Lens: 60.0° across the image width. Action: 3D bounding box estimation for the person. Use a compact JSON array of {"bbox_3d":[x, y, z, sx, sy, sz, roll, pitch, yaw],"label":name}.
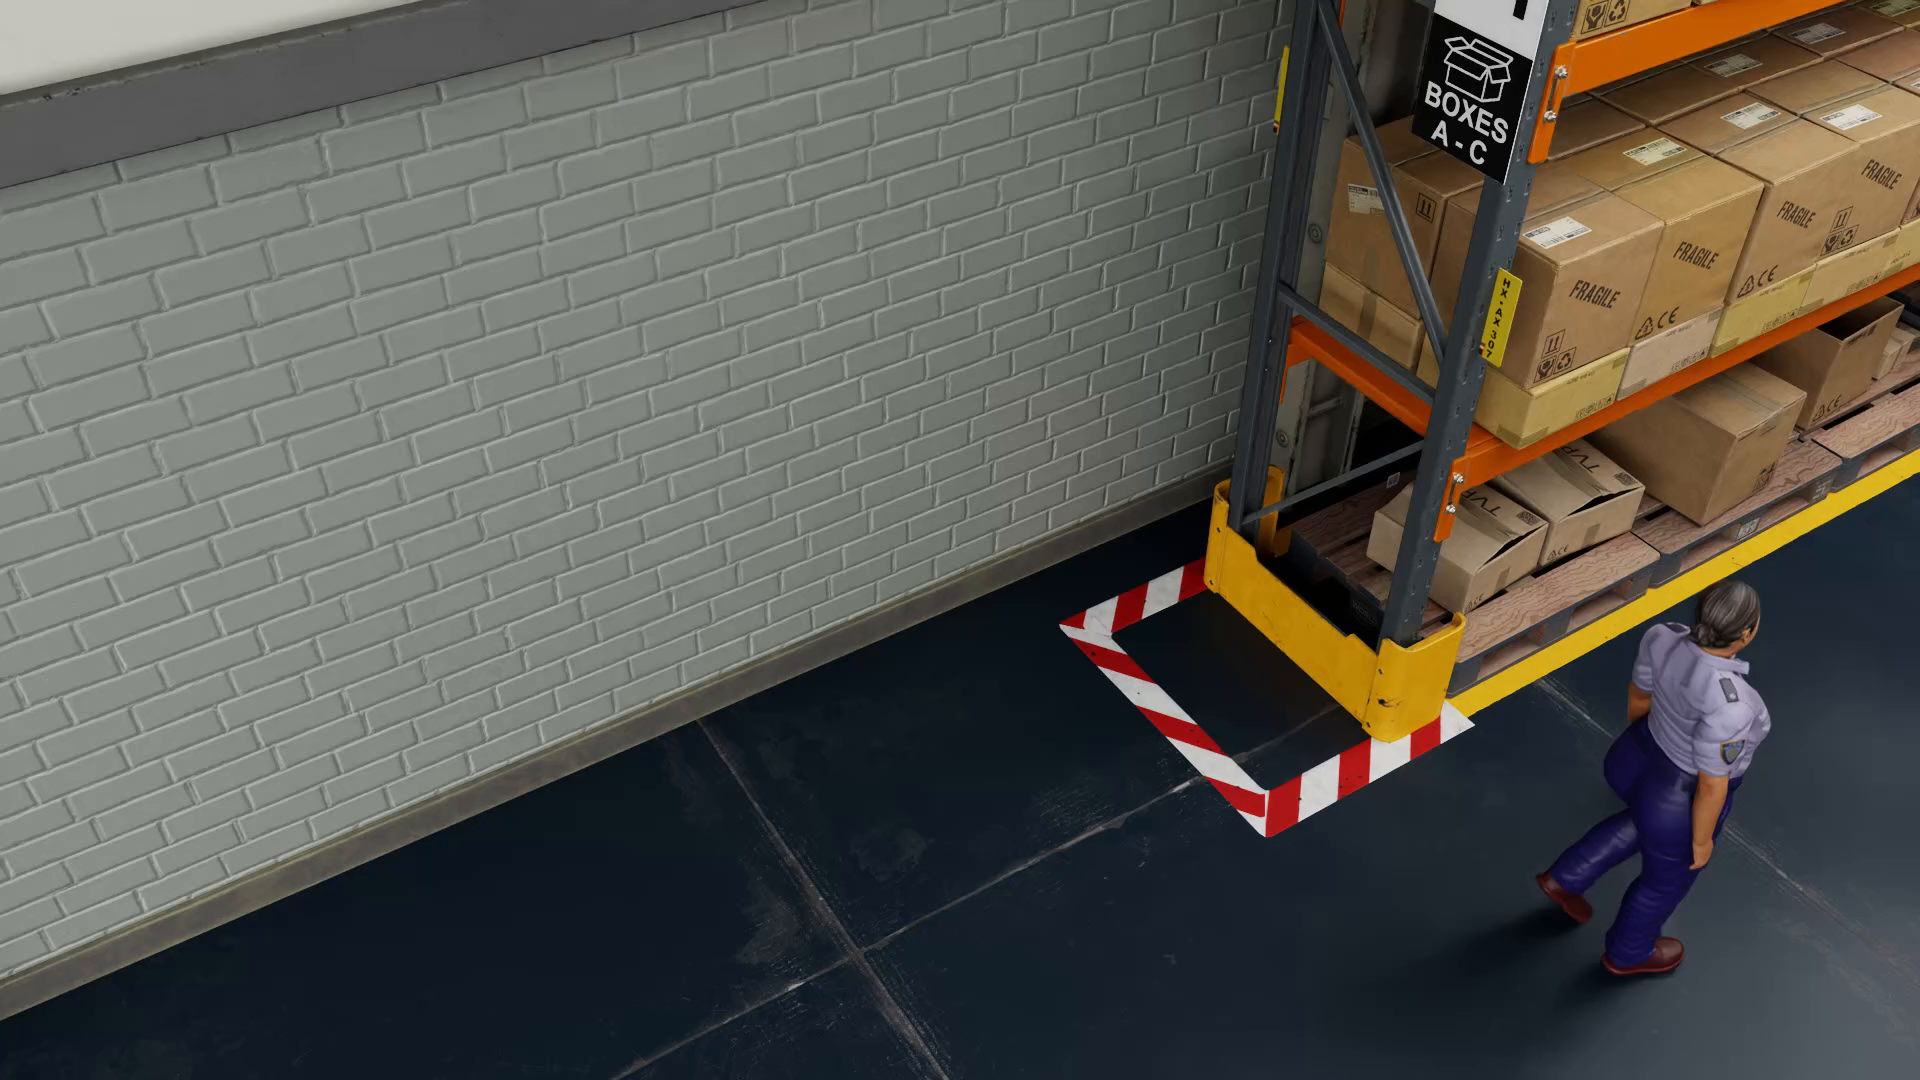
[{"bbox_3d":[2.253,0.779,5.264,0.468,1.648,0.511,-8,42,-9],"label":"person"}]
